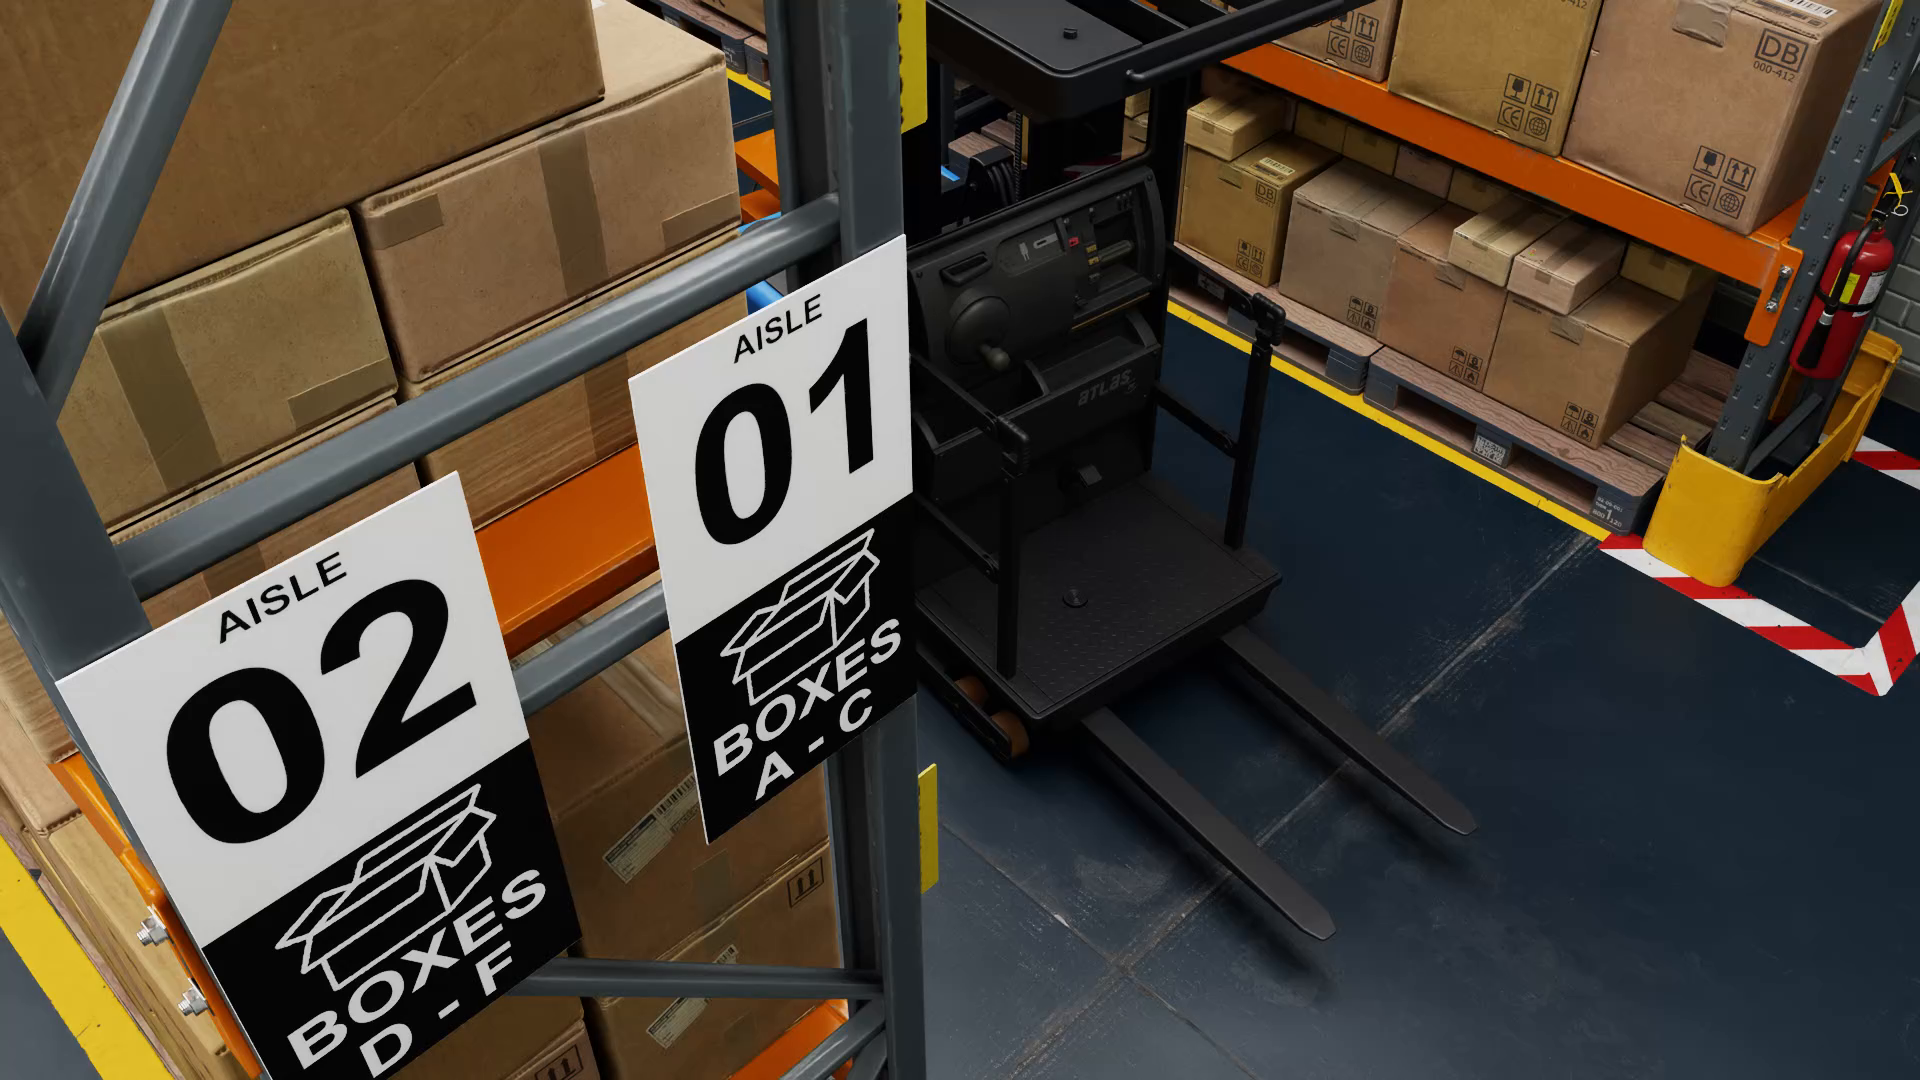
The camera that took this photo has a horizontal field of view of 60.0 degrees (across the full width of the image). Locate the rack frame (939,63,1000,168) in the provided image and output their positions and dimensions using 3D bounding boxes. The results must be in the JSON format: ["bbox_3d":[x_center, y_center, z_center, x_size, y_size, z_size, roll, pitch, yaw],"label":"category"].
[{"bbox_3d":[0.220,-3.206,7.509,1.000,3.000,0.127,-34,53,-31],"label":"rack frame"}]

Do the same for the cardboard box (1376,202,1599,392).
[{"bbox_3d":[2.126,-1.049,6.707,0.500,0.500,0.700,34,53,31],"label":"cardboard box"}]

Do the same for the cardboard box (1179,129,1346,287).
[{"bbox_3d":[1.389,-1.543,7.242,0.700,0.500,0.500,-33,52,-30],"label":"cardboard box"}]

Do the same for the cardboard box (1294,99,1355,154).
[{"bbox_3d":[1.635,-1.812,7.056,0.250,0.149,0.380,33,52,31],"label":"cardboard box"}]

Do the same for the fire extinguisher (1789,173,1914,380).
[{"bbox_3d":[2.825,-0.825,5.264,0.296,0.674,0.183,-34,53,-31],"label":"fire extinguisher"}]

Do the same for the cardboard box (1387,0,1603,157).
[{"bbox_3d":[2.156,-1.978,5.960,0.700,0.700,0.980,34,52,31],"label":"cardboard box"}]

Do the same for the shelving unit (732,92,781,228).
[{"bbox_3d":[-0.651,-1.088,6.543,0.258,1.200,0.503,-27,49,-26],"label":"shelving unit"}]

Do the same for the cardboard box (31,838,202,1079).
[{"bbox_3d":[-1.337,0.723,3.183,0.500,0.500,0.500,-34,52,-31],"label":"cardboard box"}]

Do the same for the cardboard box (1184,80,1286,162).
[{"bbox_3d":[1.157,-1.769,7.009,0.250,0.149,0.380,33,52,30],"label":"cardboard box"}]

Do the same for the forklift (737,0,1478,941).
[{"bbox_3d":[0.379,-0.736,4.887,1.130,2.935,3.031,-27,49,-26],"label":"forklift"}]

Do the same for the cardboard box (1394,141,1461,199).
[{"bbox_3d":[1.995,-1.568,6.791,0.380,0.149,0.250,-33,52,-31],"label":"cardboard box"}]

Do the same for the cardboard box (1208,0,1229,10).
[{"bbox_3d":[1.103,-2.694,6.734,0.700,0.700,0.980,33,52,30],"label":"cardboard box"}]

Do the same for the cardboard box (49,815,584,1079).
[{"bbox_3d":[-0.969,0.606,2.573,0.500,0.500,0.500,34,52,31],"label":"cardboard box"}]

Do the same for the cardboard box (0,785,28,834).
[{"bbox_3d":[-1.695,0.117,3.103,0.500,0.500,0.500,-33,52,-30],"label":"cardboard box"}]

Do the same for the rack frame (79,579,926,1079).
[{"bbox_3d":[-0.460,1.092,2.858,1.000,3.000,0.127,-34,53,-31],"label":"rack frame"}]

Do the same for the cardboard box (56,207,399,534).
[{"bbox_3d":[-1.003,-0.263,1.856,0.500,0.250,0.500,-34,53,-31],"label":"cardboard box"}]

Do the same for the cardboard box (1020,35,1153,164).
[{"bbox_3d":[0.676,-2.033,7.773,0.700,0.500,0.500,-33,52,-31],"label":"cardboard box"}]

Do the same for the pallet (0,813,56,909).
[{"bbox_3d":[-2.800,0.525,5.527,1.003,0.211,1.213,-34,53,-31],"label":"pallet"}]

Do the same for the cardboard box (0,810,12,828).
[{"bbox_3d":[-2.042,0.239,3.708,0.500,0.500,0.500,33,52,31],"label":"cardboard box"}]

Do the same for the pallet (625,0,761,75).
[{"bbox_3d":[-1.244,-3.102,9.452,1.003,0.211,1.213,-34,53,-31],"label":"pallet"}]

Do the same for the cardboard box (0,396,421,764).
[{"bbox_3d":[-1.009,-0.075,2.021,0.500,0.250,0.500,-34,53,-31],"label":"cardboard box"}]

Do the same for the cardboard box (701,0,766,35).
[{"bbox_3d":[-0.961,-3.246,8.827,0.750,0.750,0.750,-32,52,-30],"label":"cardboard box"}]

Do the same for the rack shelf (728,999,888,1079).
[{"bbox_3d":[-1.872,0.396,4.142,1.077,0.370,4.000,-34,53,-31],"label":"rack shelf"}]

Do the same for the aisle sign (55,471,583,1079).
[{"bbox_3d":[-0.628,0.317,1.781,0.394,0.787,0.004,-34,53,-31],"label":"aisle sign"}]

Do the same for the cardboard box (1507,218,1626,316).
[{"bbox_3d":[2.260,-1.021,6.199,0.250,0.149,0.380,34,52,31],"label":"cardboard box"}]

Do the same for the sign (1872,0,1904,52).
[{"bbox_3d":[2.651,-1.543,4.681,0.100,0.325,0.005,-34,53,-31],"label":"sign"}]

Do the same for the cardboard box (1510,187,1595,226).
[{"bbox_3d":[2.351,-1.325,6.528,0.380,0.149,0.250,-34,52,-31],"label":"cardboard box"}]

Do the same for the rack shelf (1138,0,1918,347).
[{"bbox_3d":[1.633,-1.980,6.713,1.077,0.370,4.000,-34,53,-31],"label":"rack shelf"}]

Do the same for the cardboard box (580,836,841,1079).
[{"bbox_3d":[-0.586,0.716,3.191,0.500,0.500,0.500,-33,52,-30],"label":"cardboard box"}]

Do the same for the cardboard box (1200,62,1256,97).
[{"bbox_3d":[1.274,-2.058,7.321,0.250,0.149,0.380,33,52,30],"label":"cardboard box"}]

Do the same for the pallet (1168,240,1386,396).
[{"bbox_3d":[1.568,-1.192,7.385,1.003,0.211,1.213,-34,53,-31],"label":"pallet"}]

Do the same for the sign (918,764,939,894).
[{"bbox_3d":[-0.076,0.514,2.845,0.100,0.325,0.005,-34,53,-31],"label":"sign"}]

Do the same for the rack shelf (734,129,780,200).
[{"bbox_3d":[-0.651,-1.377,6.277,0.258,0.148,0.480,-27,49,-26],"label":"rack shelf"}]
